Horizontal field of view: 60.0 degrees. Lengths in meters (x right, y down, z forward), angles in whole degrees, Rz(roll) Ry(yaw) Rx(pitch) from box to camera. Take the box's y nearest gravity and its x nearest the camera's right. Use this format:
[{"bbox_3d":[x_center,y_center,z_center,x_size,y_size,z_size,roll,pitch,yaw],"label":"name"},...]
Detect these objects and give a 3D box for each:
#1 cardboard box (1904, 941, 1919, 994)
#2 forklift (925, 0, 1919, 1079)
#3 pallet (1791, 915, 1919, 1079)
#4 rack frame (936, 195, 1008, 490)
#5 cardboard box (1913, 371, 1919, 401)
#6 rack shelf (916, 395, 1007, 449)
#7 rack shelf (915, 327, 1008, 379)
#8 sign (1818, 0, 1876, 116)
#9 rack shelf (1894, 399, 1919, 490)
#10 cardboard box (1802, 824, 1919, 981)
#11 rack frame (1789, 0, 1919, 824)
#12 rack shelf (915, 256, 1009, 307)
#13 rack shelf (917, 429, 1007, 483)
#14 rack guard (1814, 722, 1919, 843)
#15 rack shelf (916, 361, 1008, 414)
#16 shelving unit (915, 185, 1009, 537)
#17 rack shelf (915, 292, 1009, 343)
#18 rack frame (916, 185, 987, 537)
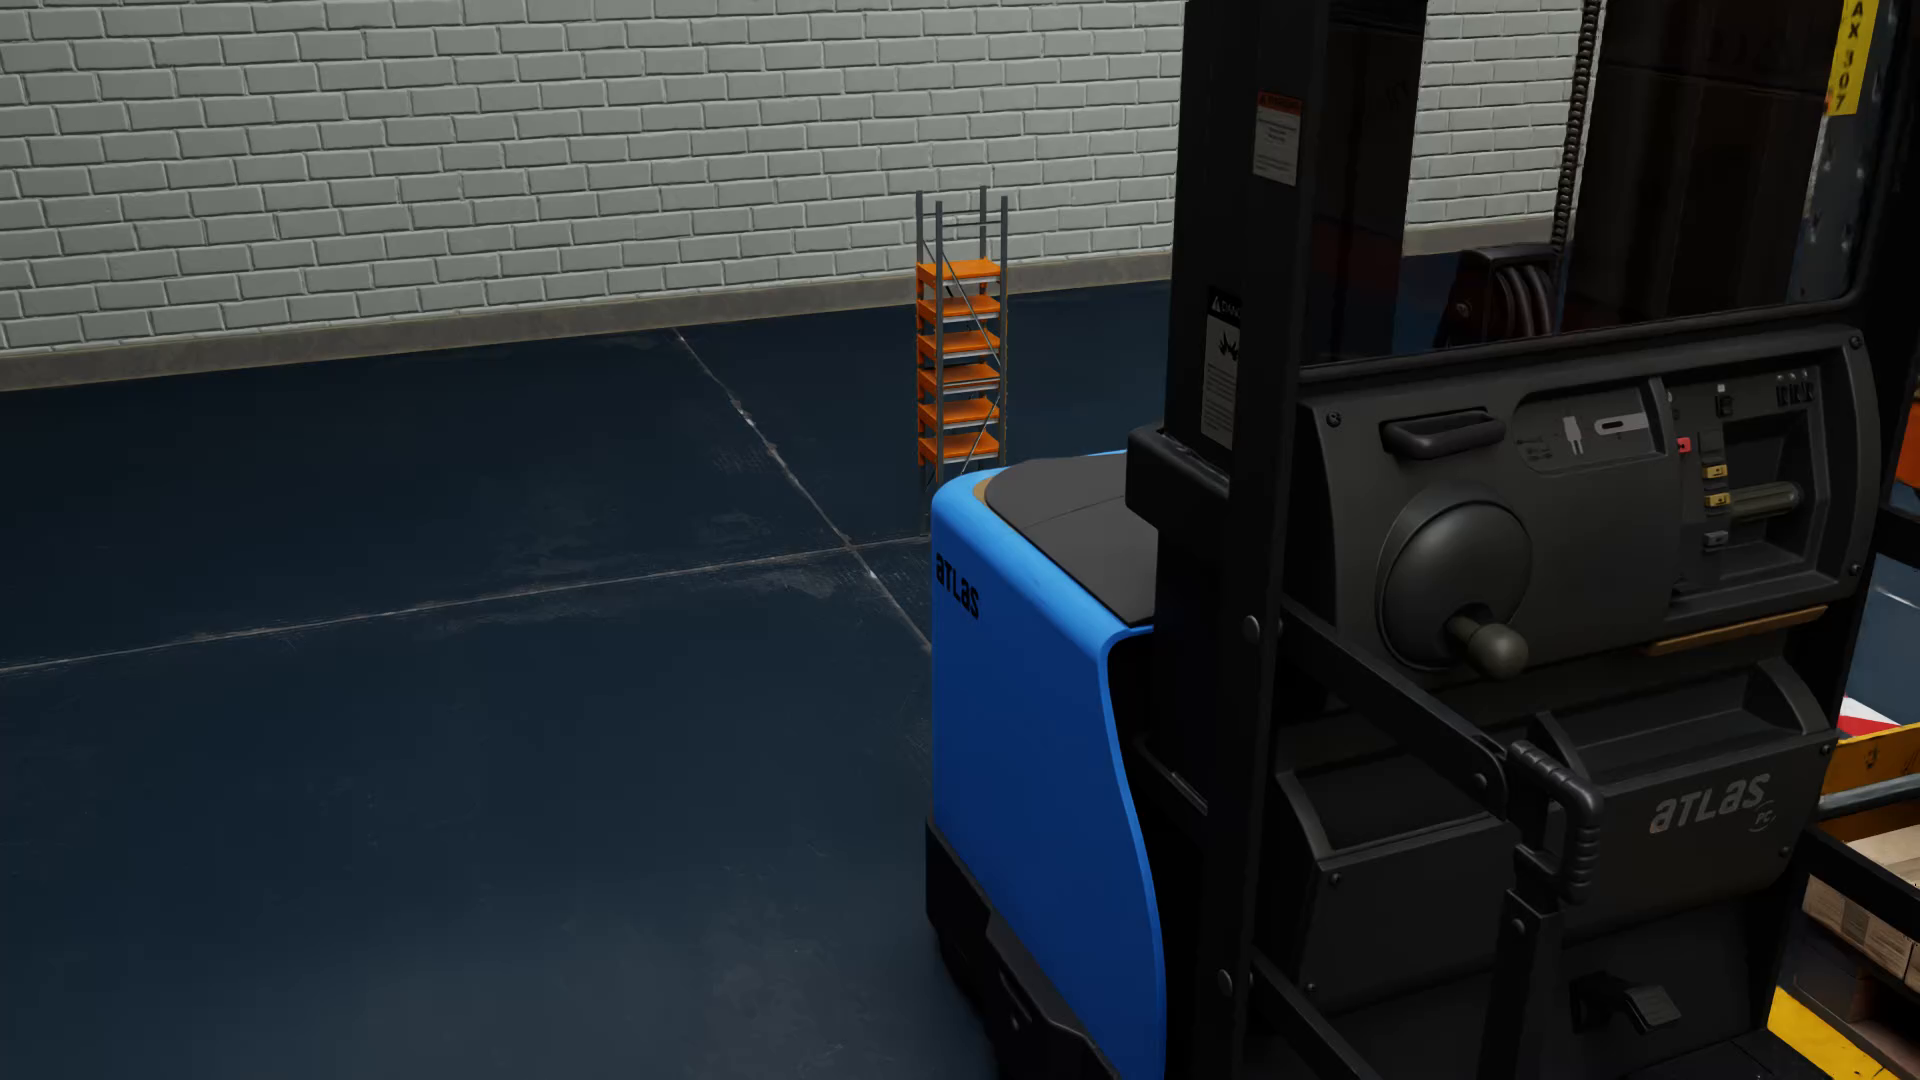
[{"bbox_3d":[2.020,0.790,3.096,0.380,0.166,0.250,-8,24,-19],"label":"cardboard box"},{"bbox_3d":[0.961,-0.033,2.055,1.130,2.935,3.031,-9,25,-21],"label":"forklift"},{"bbox_3d":[2.414,0.999,3.109,1.003,0.211,1.213,-8,24,-19],"label":"pallet"},{"bbox_3d":[0.037,-0.514,5.426,0.240,1.200,0.006,-8,24,-19],"label":"rack frame"},{"bbox_3d":[2.015,-0.452,2.832,0.500,0.500,0.500,-8,24,-18],"label":"cardboard box"},{"bbox_3d":[0.005,-0.396,5.568,0.258,0.103,0.180,-8,24,-19],"label":"rack shelf"},{"bbox_3d":[0.005,-0.617,5.475,0.258,0.103,0.180,-8,24,-19],"label":"rack shelf"},{"bbox_3d":[1.597,-0.928,2.975,0.100,0.325,0.005,-8,24,-19],"label":"sign"},{"bbox_3d":[2.811,0.455,1.735,1.077,0.370,4.000,-8,24,-19],"label":"rack shelf"},{"bbox_3d":[1.931,0.707,3.315,0.380,0.149,0.250,-8,24,-19],"label":"cardboard box"},{"bbox_3d":[2.105,-0.603,3.319,1.000,3.000,0.127,-8,24,-19],"label":"rack frame"},{"bbox_3d":[0.005,-0.838,5.382,0.258,0.103,0.180,-8,24,-19],"label":"rack shelf"},{"bbox_3d":[0.005,-0.286,5.615,0.258,0.103,0.180,-8,24,-19],"label":"rack shelf"},{"bbox_3d":[2.132,0.576,3.739,1.175,0.500,0.348,-8,24,-19],"label":"rack guard"},{"bbox_3d":[0.005,-0.507,5.522,0.258,0.103,0.180,-8,24,-19],"label":"rack shelf"},{"bbox_3d":[0.005,-0.548,5.504,0.258,1.200,0.189,-8,24,-19],"label":"shelving unit"},{"bbox_3d":[0.005,-0.728,5.429,0.258,0.103,0.180,-8,24,-19],"label":"rack shelf"},{"bbox_3d":[-0.027,-0.581,5.583,0.240,1.200,0.006,-8,24,-19],"label":"rack frame"}]
